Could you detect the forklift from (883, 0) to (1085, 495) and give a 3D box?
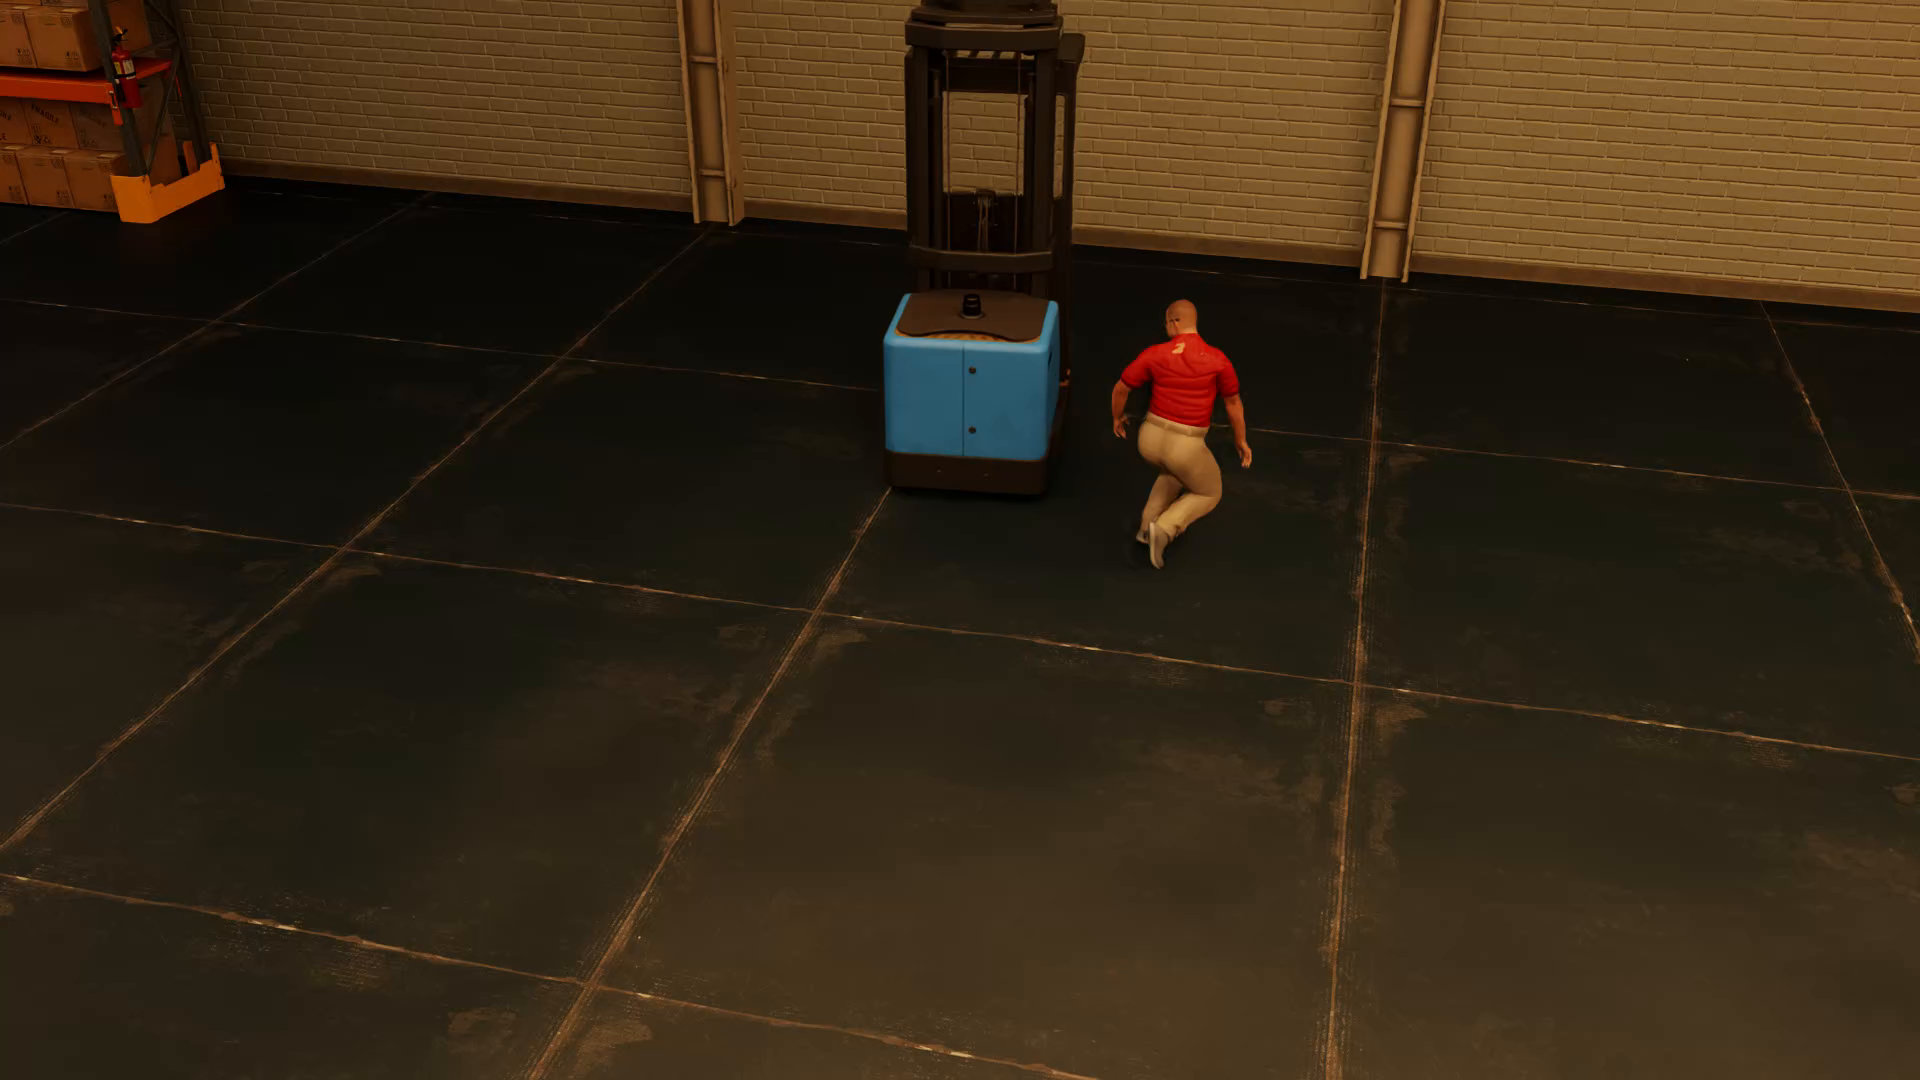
[{"bbox_3d":[0.228,-2.264,11.165,1.130,2.935,3.031,4,30,7],"label":"forklift"}]

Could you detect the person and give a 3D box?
[{"bbox_3d":[1.247,-0.606,9.707,0.831,1.528,0.648,18,34,28],"label":"person"}]
